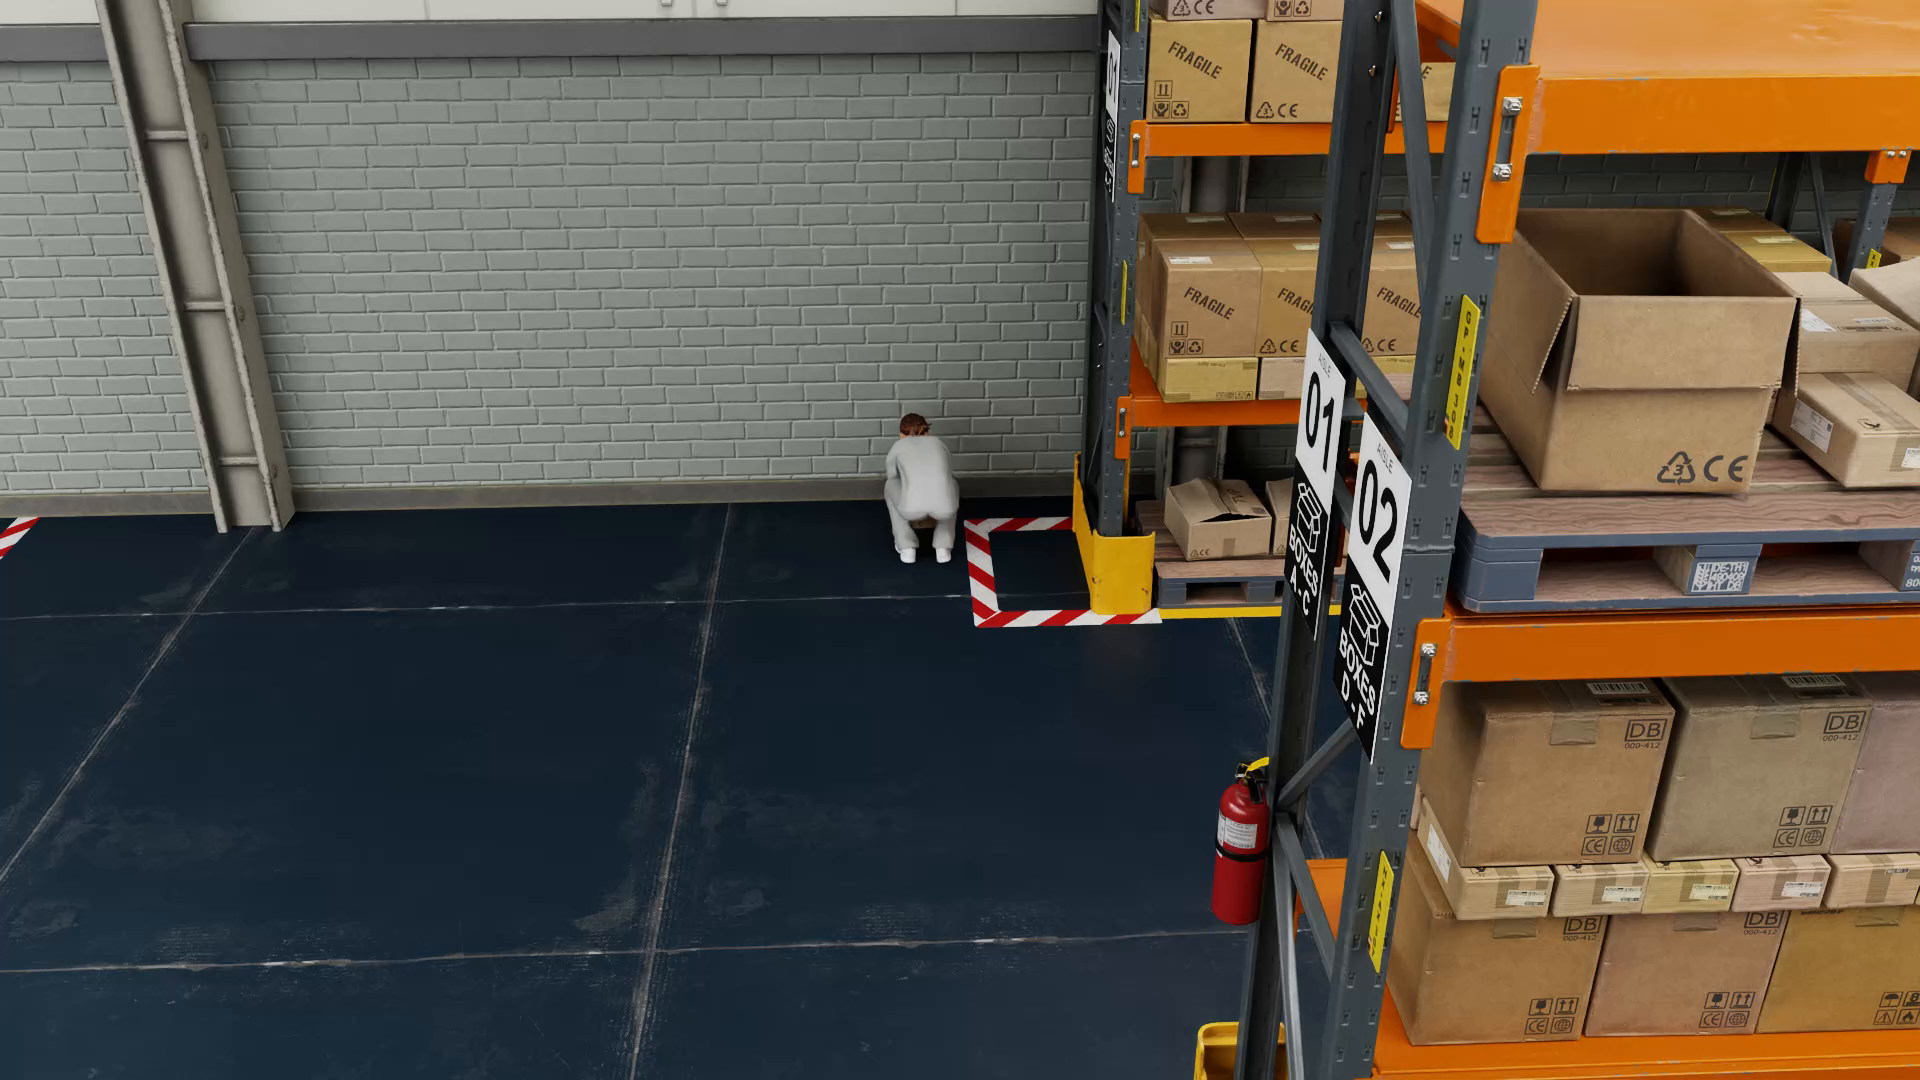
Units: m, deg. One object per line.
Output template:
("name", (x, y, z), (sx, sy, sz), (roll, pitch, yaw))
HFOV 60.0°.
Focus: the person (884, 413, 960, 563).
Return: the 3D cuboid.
("person", (-0.231, -0.297, 10.250), (0.468, 0.811, 0.841), (-2, 28, -3))
